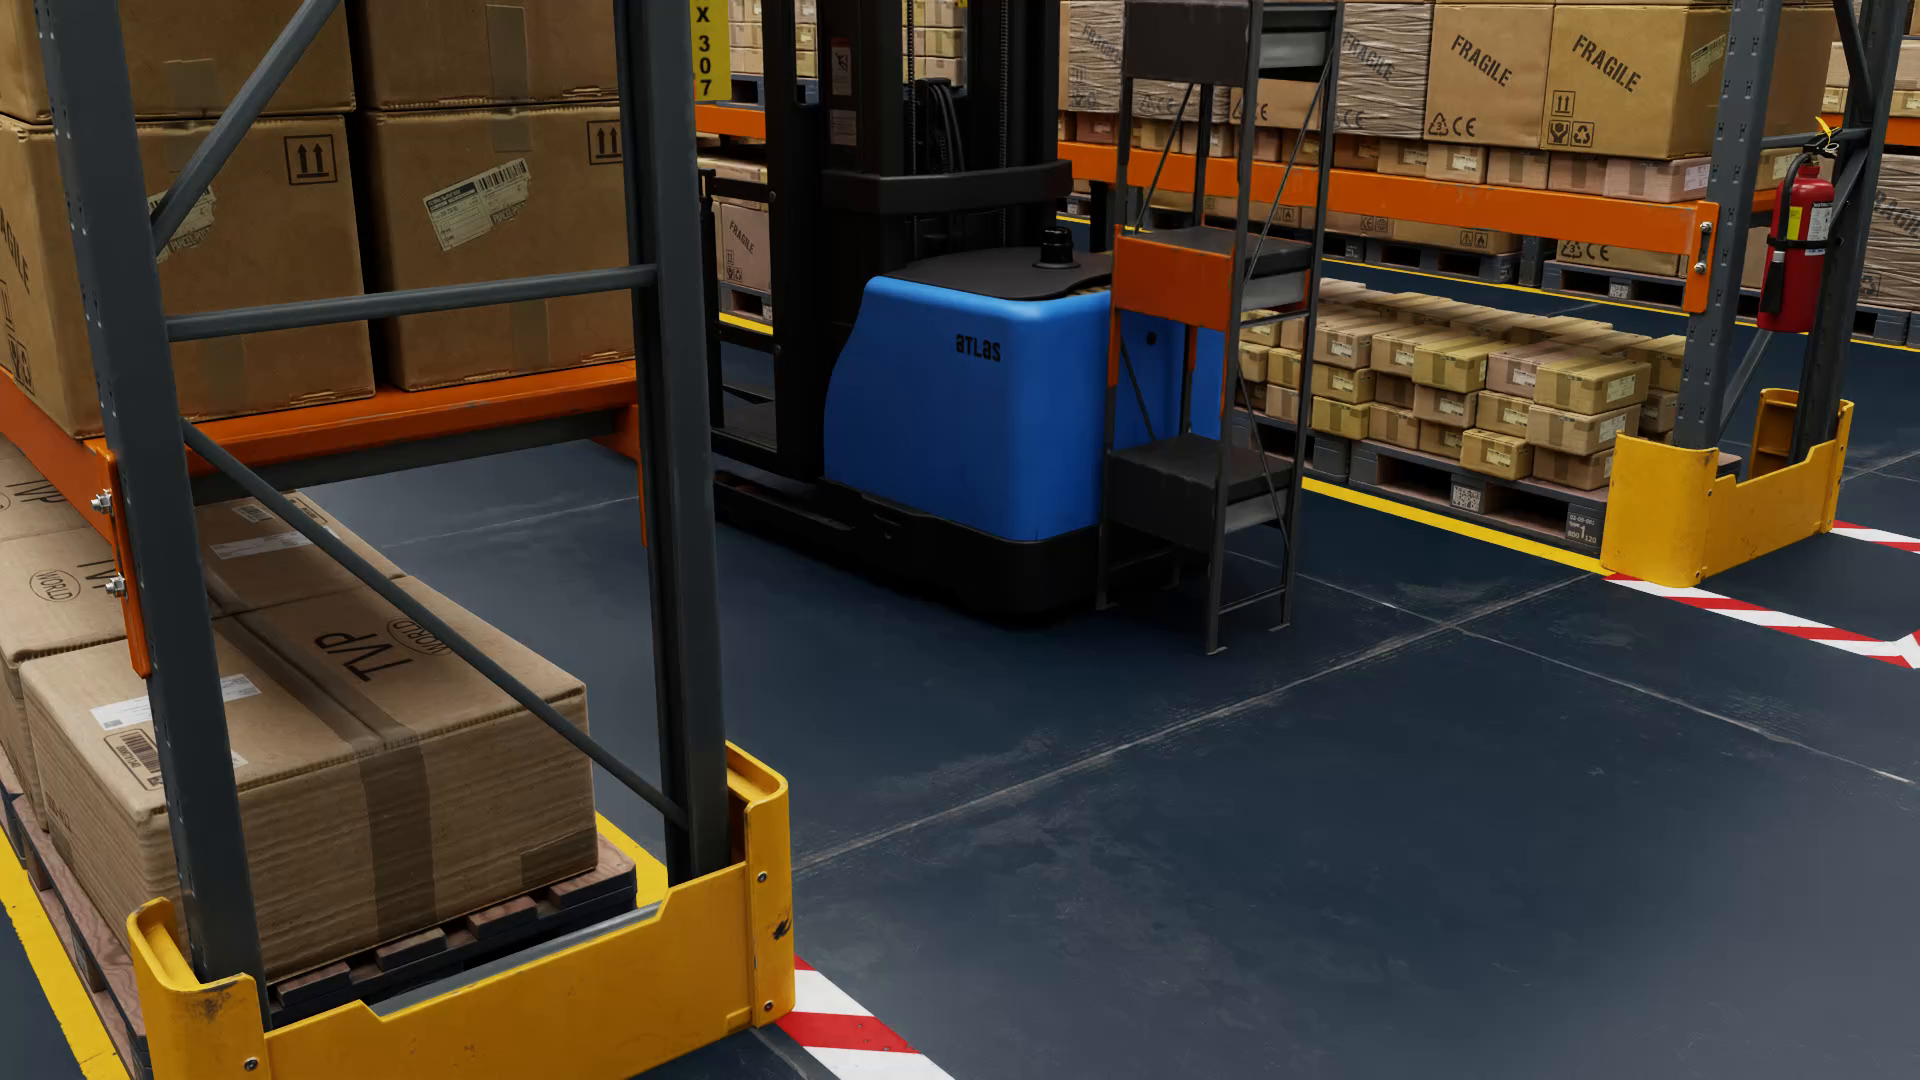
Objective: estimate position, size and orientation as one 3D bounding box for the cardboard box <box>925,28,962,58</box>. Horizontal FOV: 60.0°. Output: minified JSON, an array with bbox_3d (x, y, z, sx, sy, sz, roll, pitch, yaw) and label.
[{"bbox_3d":[0.037,-2.649,8.850,0.380,0.149,0.250,-13,22,-34],"label":"cardboard box"}]

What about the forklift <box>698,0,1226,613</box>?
[{"bbox_3d":[-0.415,-1.538,6.343,1.130,2.935,3.031,-16,24,-39],"label":"forklift"}]

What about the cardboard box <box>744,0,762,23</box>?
[{"bbox_3d":[-1.092,-3.241,10.165,0.380,0.149,0.250,-13,22,-34],"label":"cardboard box"}]

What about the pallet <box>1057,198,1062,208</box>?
[{"bbox_3d":[0.669,-3.467,16.497,1.003,0.211,1.213,-14,23,-36],"label":"pallet"}]

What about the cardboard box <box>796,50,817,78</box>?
[{"bbox_3d":[-0.774,-2.828,9.863,0.380,0.149,0.250,-13,22,-34],"label":"cardboard box"}]

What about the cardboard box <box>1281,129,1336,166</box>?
[{"bbox_3d":[1.591,-1.686,7.081,0.380,0.149,0.250,-13,23,-35],"label":"cardboard box"}]

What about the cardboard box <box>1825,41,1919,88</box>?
[{"bbox_3d":[5.408,-2.842,9.938,0.500,0.250,0.500,-14,23,-36],"label":"cardboard box"}]

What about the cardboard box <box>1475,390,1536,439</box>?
[{"bbox_3d":[2.251,-0.519,6.553,0.380,0.149,0.250,-15,23,-37],"label":"cardboard box"}]

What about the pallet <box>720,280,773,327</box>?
[{"bbox_3d":[-0.807,-1.537,10.669,1.003,0.211,1.213,-14,23,-36],"label":"pallet"}]

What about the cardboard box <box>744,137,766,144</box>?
[{"bbox_3d":[-2.288,-4.984,19.950,0.500,0.500,0.500,-8,20,-22],"label":"cardboard box"}]

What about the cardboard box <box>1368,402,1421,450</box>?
[{"bbox_3d":[1.933,-0.502,6.973,0.380,0.149,0.250,-14,23,-36],"label":"cardboard box"}]

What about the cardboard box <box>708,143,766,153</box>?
[{"bbox_3d":[-1.414,-2.606,11.575,0.500,0.250,0.500,-15,23,-37],"label":"cardboard box"}]

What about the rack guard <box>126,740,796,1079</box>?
[{"bbox_3d":[-0.880,0.801,3.149,1.175,0.500,0.348,-14,23,-36],"label":"rack guard"}]

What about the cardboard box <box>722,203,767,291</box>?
[{"bbox_3d":[-1.168,-1.894,10.619,0.500,0.500,0.500,-15,23,-37],"label":"cardboard box"}]

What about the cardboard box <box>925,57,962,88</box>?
[{"bbox_3d":[0.038,-2.508,8.896,0.380,0.149,0.250,-15,23,-37],"label":"cardboard box"}]

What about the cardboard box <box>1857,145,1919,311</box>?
[{"bbox_3d":[5.849,-1.883,9.989,0.875,0.875,0.875,-14,23,-36],"label":"cardboard box"}]

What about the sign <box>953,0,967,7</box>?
[{"bbox_3d":[0.006,-2.809,8.232,0.100,0.325,0.005,-14,23,-36],"label":"sign"}]

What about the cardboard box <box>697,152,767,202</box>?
[{"bbox_3d":[-1.491,-2.381,10.896,0.500,0.250,0.500,-14,23,-37],"label":"cardboard box"}]

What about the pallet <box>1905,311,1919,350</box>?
[{"bbox_3d":[6.316,-1.184,9.602,1.003,0.211,1.213,-14,23,-36],"label":"pallet"}]

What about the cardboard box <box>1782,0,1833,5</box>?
[{"bbox_3d":[2.852,-2.209,6.038,0.500,0.500,0.500,-14,23,-36],"label":"cardboard box"}]

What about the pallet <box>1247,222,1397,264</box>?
[{"bbox_3d":[3.090,-2.464,13.468,1.003,0.211,1.213,-14,23,-36],"label":"pallet"}]

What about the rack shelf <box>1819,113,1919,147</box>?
[{"bbox_3d":[5.632,-2.477,10.217,1.077,0.370,4.000,-14,23,-36],"label":"rack shelf"}]

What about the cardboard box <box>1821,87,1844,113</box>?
[{"bbox_3d":[5.282,-2.671,10.056,0.380,0.149,0.250,-15,23,-38],"label":"cardboard box"}]

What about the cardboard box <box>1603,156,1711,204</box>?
[{"bbox_3d":[2.499,-1.289,5.882,0.380,0.149,0.250,-14,23,-36],"label":"cardboard box"}]

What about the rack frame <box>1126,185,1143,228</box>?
[{"bbox_3d":[1.907,-4.297,14.569,1.000,3.000,0.127,-14,23,-36],"label":"rack frame"}]

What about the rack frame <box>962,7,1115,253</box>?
[{"bbox_3d":[0.439,-2.369,8.744,1.000,3.000,0.127,-14,23,-36],"label":"rack frame"}]

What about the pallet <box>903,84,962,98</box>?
[{"bbox_3d":[0.079,-2.494,9.428,1.003,0.211,1.213,-14,23,-36],"label":"pallet"}]

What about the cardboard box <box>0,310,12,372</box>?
[{"bbox_3d":[-1.701,-0.633,3.344,0.500,0.500,0.500,-15,23,-37],"label":"cardboard box"}]

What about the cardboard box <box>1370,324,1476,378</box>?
[{"bbox_3d":[1.913,-0.781,6.869,0.380,0.149,0.250,-15,24,-38],"label":"cardboard box"}]

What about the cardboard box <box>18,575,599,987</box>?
[{"bbox_3d":[-1.383,0.482,3.543,0.875,0.438,0.875,-15,23,-38],"label":"cardboard box"}]

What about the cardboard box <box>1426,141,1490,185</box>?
[{"bbox_3d":[2.030,-1.475,6.444,0.380,0.149,0.250,-13,22,-35],"label":"cardboard box"}]

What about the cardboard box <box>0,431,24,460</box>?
[{"bbox_3d":[-3.073,-0.185,5.557,0.875,0.438,0.875,-14,23,-37],"label":"cardboard box"}]

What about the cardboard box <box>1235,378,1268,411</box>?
[{"bbox_3d":[1.474,-0.701,7.573,0.380,0.149,0.250,-13,22,-35],"label":"cardboard box"}]

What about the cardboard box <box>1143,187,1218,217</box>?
[{"bbox_3d":[2.319,-3.314,14.311,1.225,0.875,0.875,-15,24,-39],"label":"cardboard box"}]

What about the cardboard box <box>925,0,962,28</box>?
[{"bbox_3d":[0.037,-2.792,8.807,0.380,0.149,0.250,-13,22,-34],"label":"cardboard box"}]

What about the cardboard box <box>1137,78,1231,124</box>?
[{"bbox_3d":[1.147,-2.134,7.404,0.500,0.500,0.500,-15,23,-37],"label":"cardboard box"}]

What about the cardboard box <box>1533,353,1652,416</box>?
[{"bbox_3d":[2.396,-0.592,6.300,0.380,0.149,0.250,-14,23,-35],"label":"cardboard box"}]

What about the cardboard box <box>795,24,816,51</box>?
[{"bbox_3d":[-0.784,-2.973,9.829,0.380,0.149,0.250,-14,23,-36],"label":"cardboard box"}]

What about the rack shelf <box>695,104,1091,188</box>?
[{"bbox_3d":[-0.802,-2.520,10.345,1.077,0.370,4.000,-14,23,-36],"label":"rack shelf"}]

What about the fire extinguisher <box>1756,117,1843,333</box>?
[{"bbox_3d":[2.717,-1.017,5.378,0.296,0.674,0.183,-14,23,-36],"label":"fire extinguisher"}]

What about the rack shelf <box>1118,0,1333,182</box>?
[{"bbox_3d":[0.800,-1.373,4.965,0.431,0.518,0.480,-15,25,-38],"label":"rack shelf"}]

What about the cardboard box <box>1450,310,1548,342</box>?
[{"bbox_3d":[2.324,-0.883,7.179,0.380,0.149,0.250,-15,24,-39],"label":"cardboard box"}]

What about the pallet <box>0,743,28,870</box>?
[{"bbox_3d":[-2.206,0.450,4.669,1.003,0.211,1.213,-14,23,-36],"label":"pallet"}]

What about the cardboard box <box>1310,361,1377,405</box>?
[{"bbox_3d":[1.716,-0.697,7.090,0.380,0.149,0.250,-14,23,-35],"label":"cardboard box"}]

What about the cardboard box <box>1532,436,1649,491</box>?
[{"bbox_3d":[2.433,-0.318,6.418,0.380,0.149,0.250,-14,23,-35],"label":"cardboard box"}]

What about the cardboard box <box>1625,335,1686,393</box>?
[{"bbox_3d":[2.864,-0.707,6.646,0.380,0.149,0.250,-15,24,-39],"label":"cardboard box"}]

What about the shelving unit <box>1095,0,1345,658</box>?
[{"bbox_3d":[0.789,-0.726,5.194,0.431,2.100,0.503,-15,25,-38],"label":"shelving unit"}]

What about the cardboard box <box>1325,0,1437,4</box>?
[{"bbox_3d":[1.799,-2.362,6.500,0.500,0.500,0.500,-13,22,-33],"label":"cardboard box"}]

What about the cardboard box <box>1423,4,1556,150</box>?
[{"bbox_3d":[2.126,-1.760,6.273,0.500,0.500,0.500,-14,23,-37],"label":"cardboard box"}]

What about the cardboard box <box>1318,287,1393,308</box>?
[{"bbox_3d":[1.800,-1.070,7.744,0.380,0.149,0.250,-14,23,-36],"label":"cardboard box"}]

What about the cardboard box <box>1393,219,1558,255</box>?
[{"bbox_3d":[3.977,-2.656,12.324,1.225,0.875,0.875,-14,23,-36],"label":"cardboard box"}]

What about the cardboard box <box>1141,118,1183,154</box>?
[{"bbox_3d":[1.053,-1.868,7.632,0.380,0.149,0.250,-13,23,-35],"label":"cardboard box"}]

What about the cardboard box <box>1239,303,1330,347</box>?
[{"bbox_3d":[1.441,-0.982,7.476,0.380,0.149,0.250,-14,23,-36],"label":"cardboard box"}]

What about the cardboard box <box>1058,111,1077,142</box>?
[{"bbox_3d":[0.577,-2.066,8.231,0.380,0.149,0.250,-13,22,-35],"label":"cardboard box"}]
